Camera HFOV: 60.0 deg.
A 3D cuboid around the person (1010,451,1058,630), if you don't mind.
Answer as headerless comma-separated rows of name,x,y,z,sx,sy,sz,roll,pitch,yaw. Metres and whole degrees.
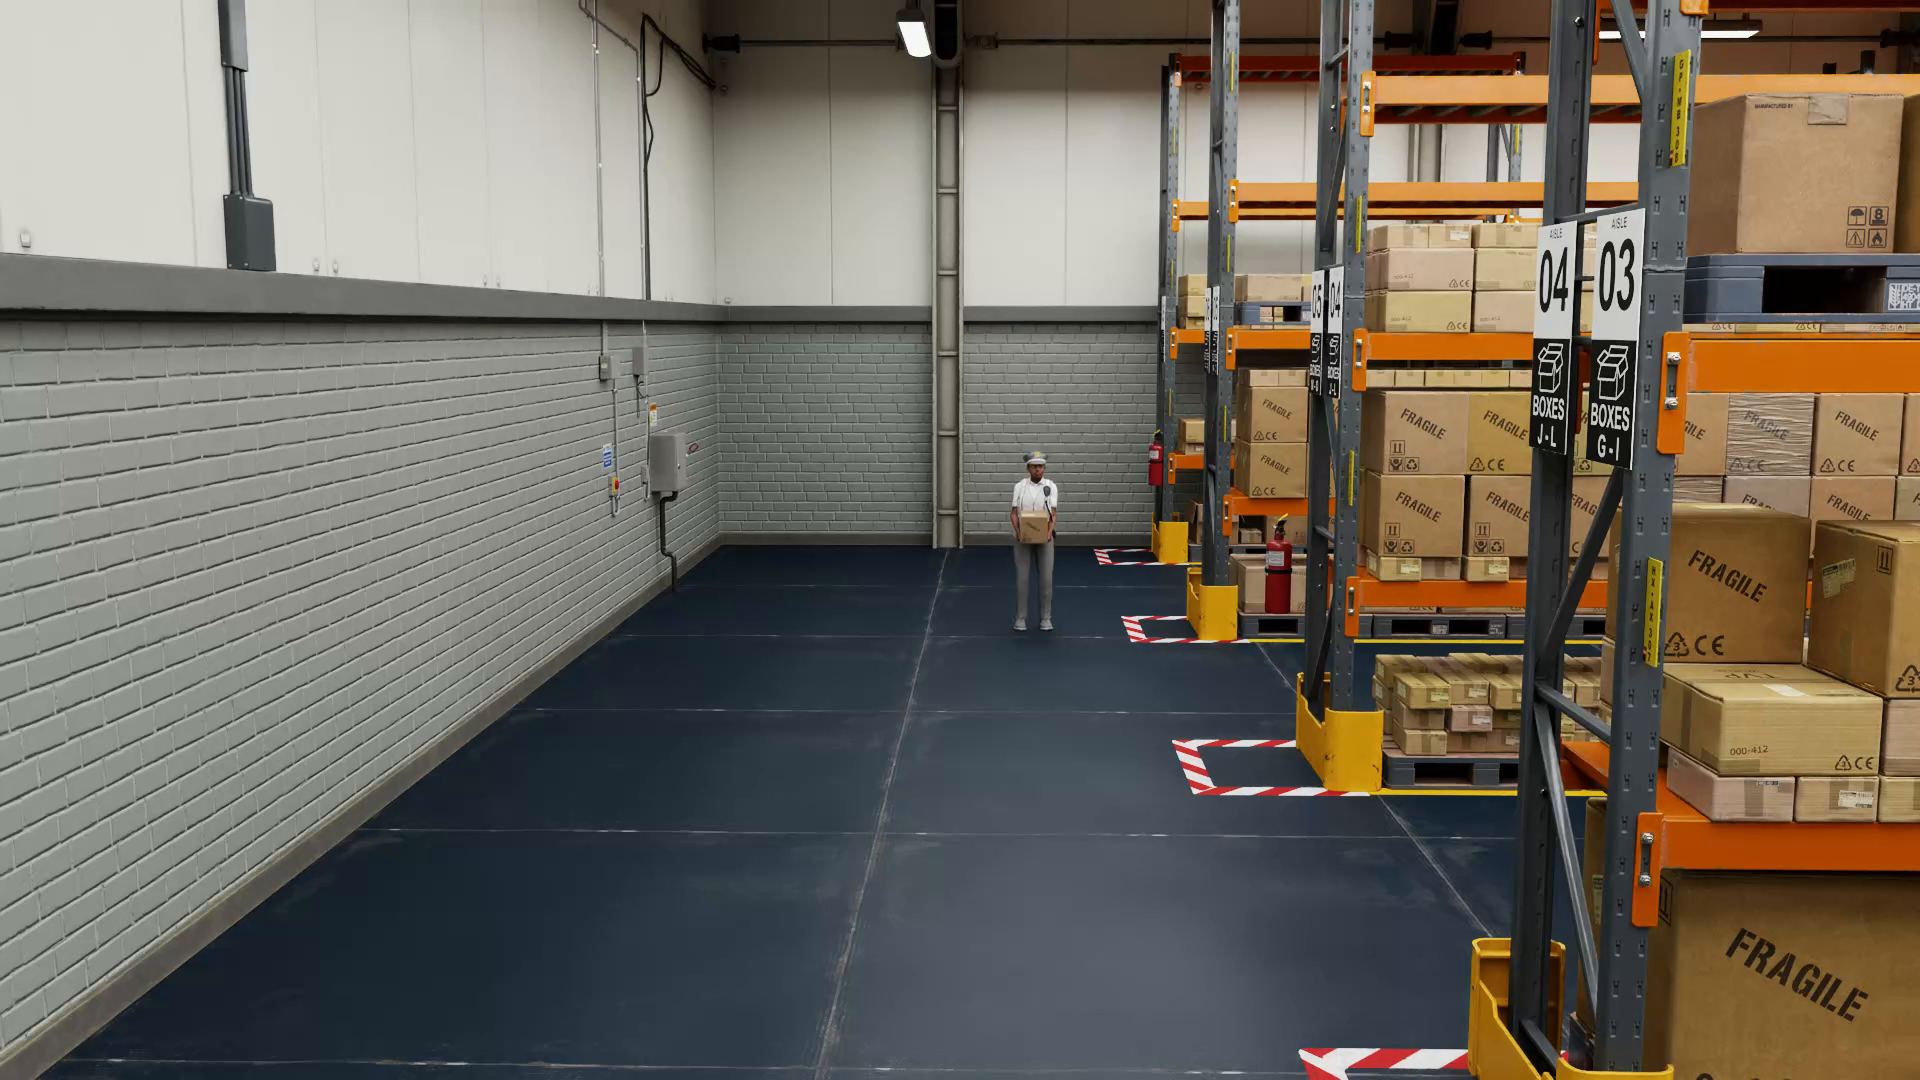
person,0.693,0.009,15.615,0.451,1.687,0.535,0,7,2
